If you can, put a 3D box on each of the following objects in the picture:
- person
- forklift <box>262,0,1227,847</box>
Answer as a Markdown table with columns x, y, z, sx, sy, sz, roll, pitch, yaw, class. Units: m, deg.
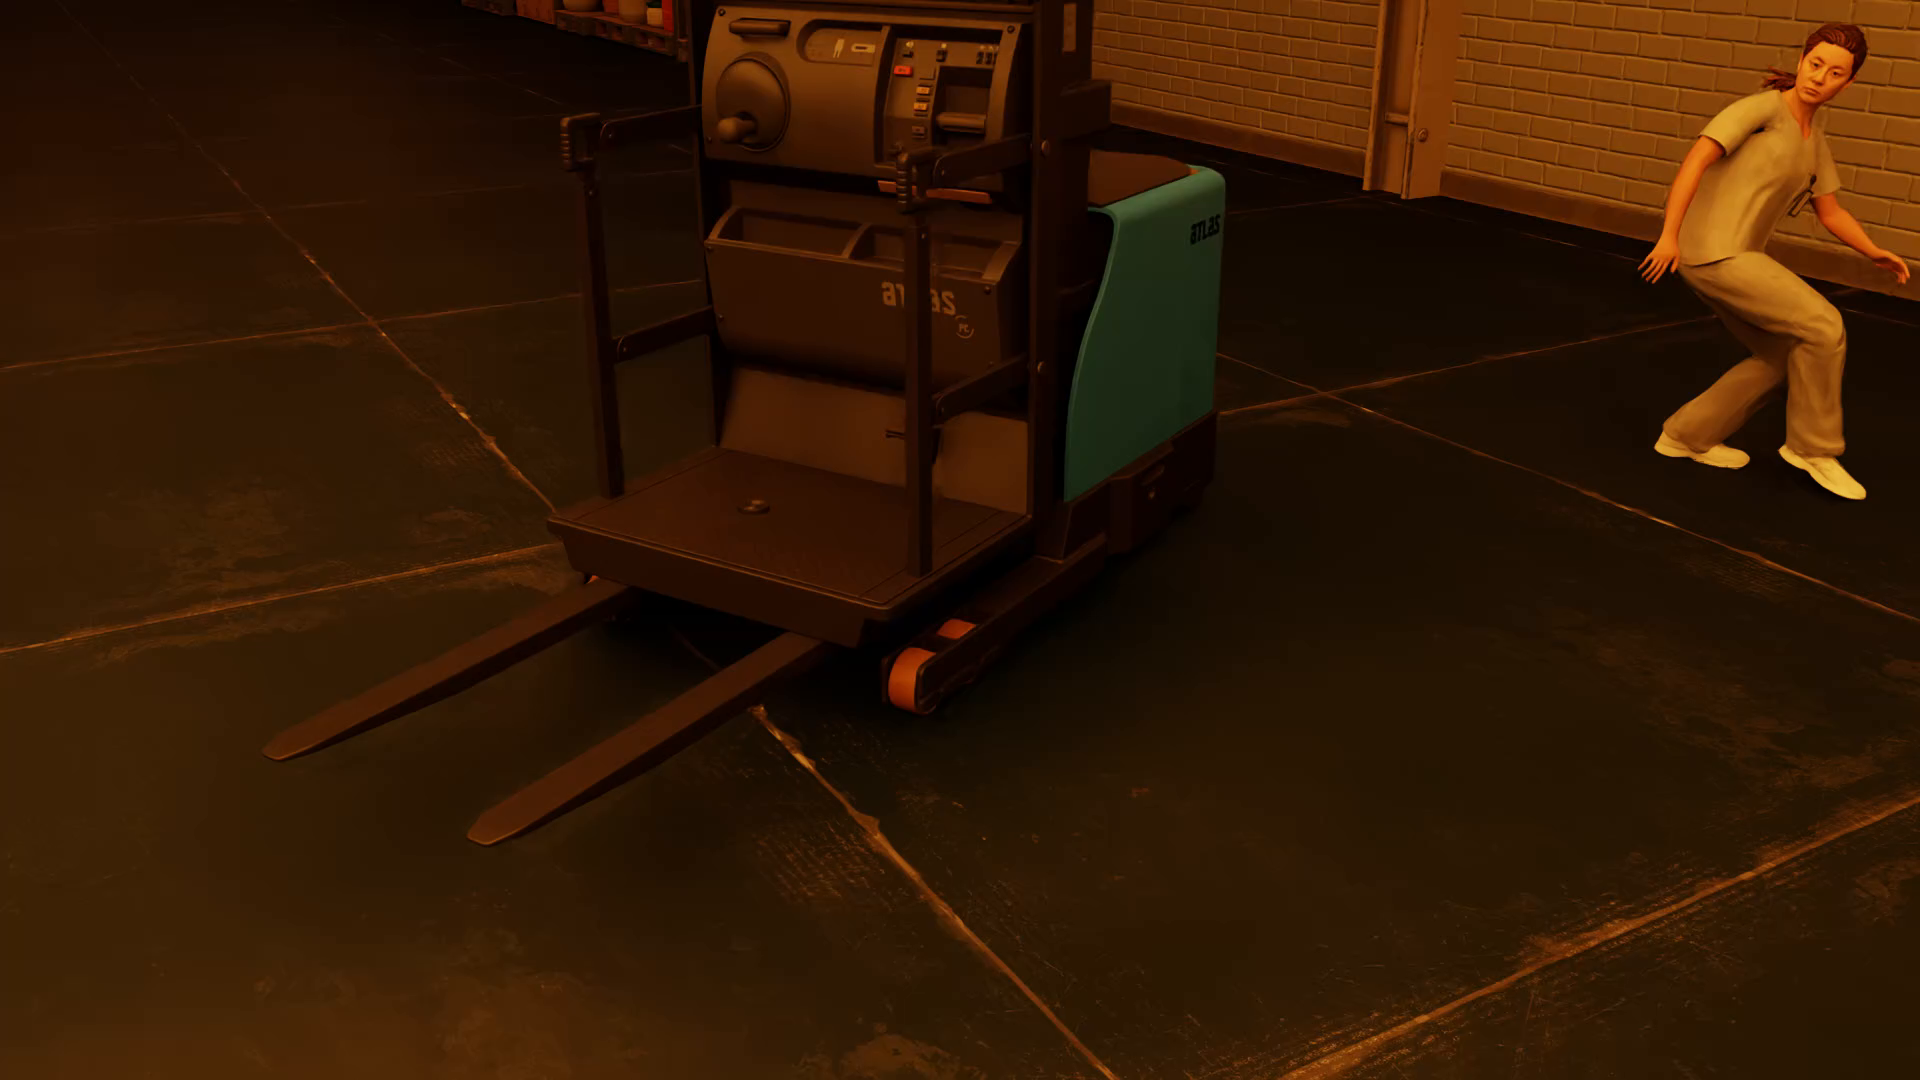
| x | y | z | sx | sy | sz | roll | pitch | yaw | class |
| --- | --- | --- | --- | --- | --- | --- | --- | --- | --- |
| 2.640 | -0.872 | 5.330 | 0.728 | 1.489 | 0.665 | 17 | 28 | 36 | person |
| -0.376 | -1.127 | 4.020 | 1.130 | 2.935 | 3.031 | 13 | 26 | 29 | forklift |
